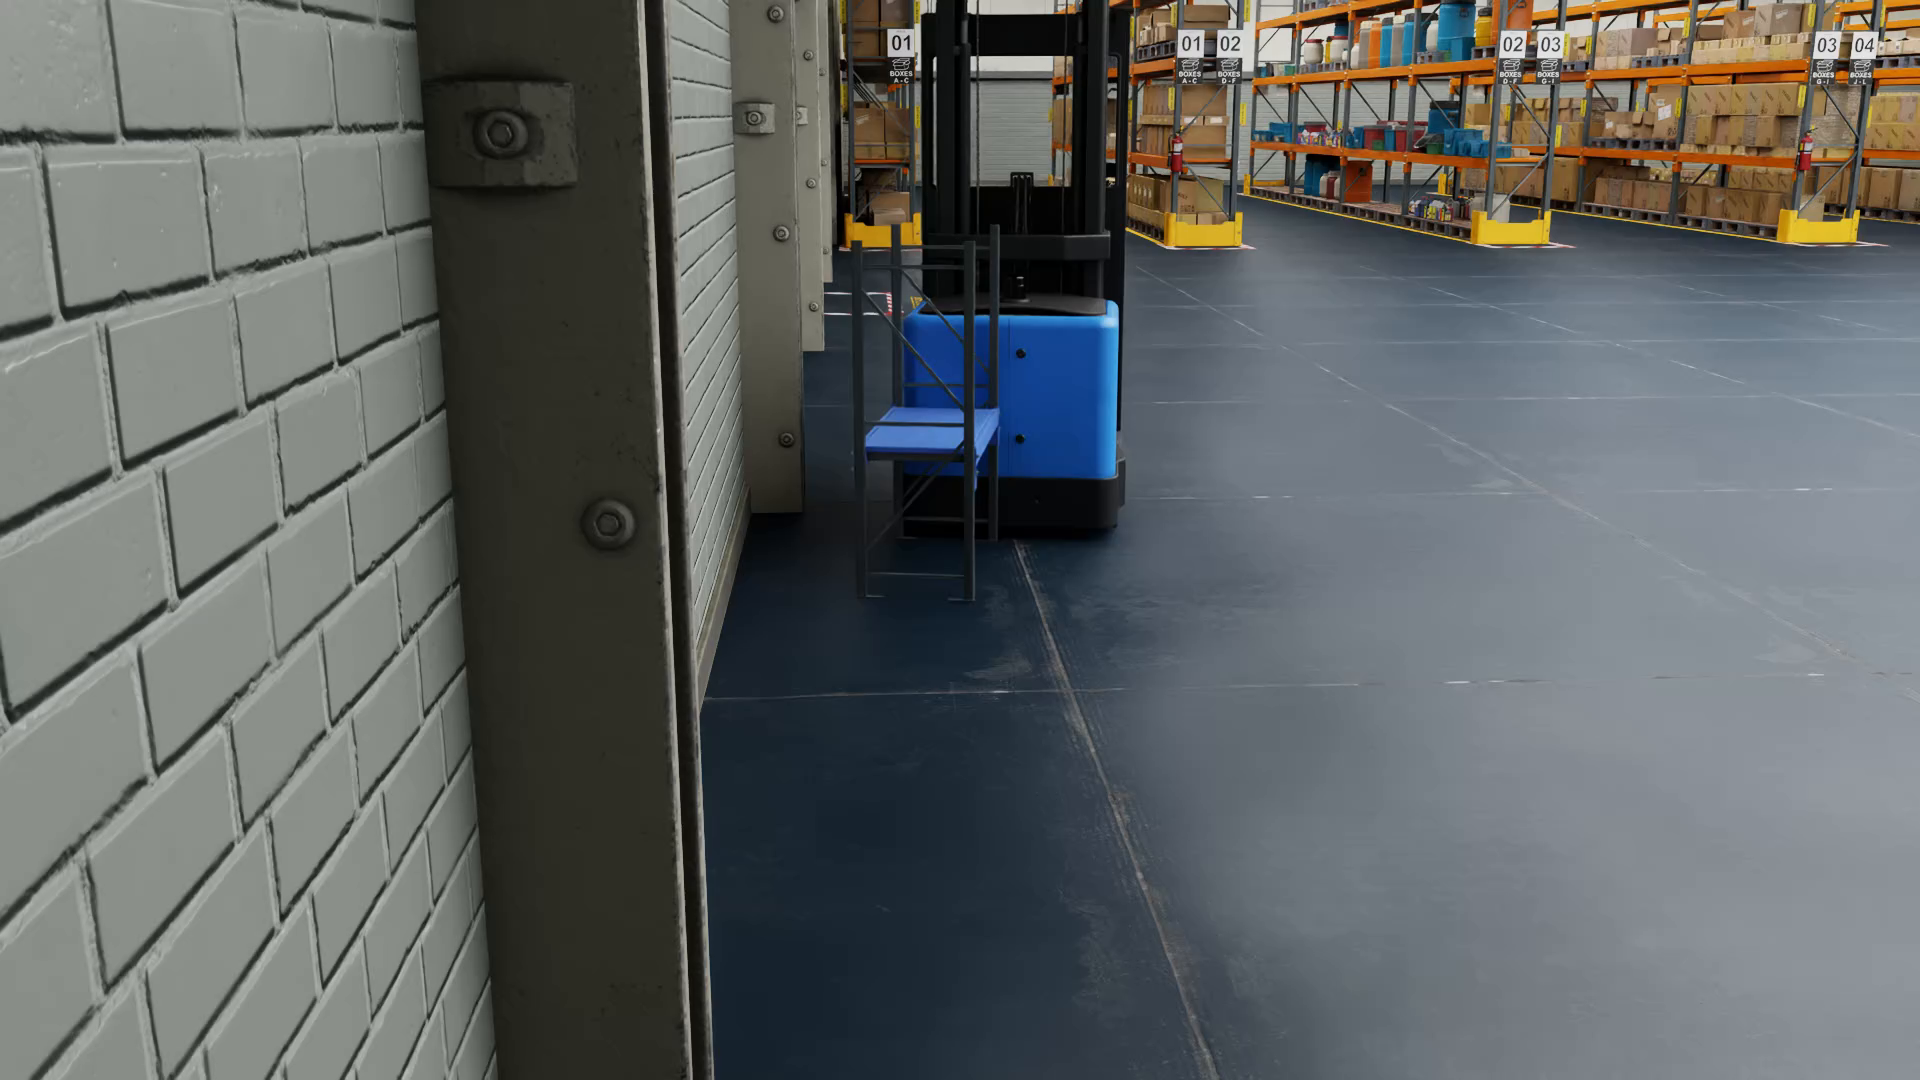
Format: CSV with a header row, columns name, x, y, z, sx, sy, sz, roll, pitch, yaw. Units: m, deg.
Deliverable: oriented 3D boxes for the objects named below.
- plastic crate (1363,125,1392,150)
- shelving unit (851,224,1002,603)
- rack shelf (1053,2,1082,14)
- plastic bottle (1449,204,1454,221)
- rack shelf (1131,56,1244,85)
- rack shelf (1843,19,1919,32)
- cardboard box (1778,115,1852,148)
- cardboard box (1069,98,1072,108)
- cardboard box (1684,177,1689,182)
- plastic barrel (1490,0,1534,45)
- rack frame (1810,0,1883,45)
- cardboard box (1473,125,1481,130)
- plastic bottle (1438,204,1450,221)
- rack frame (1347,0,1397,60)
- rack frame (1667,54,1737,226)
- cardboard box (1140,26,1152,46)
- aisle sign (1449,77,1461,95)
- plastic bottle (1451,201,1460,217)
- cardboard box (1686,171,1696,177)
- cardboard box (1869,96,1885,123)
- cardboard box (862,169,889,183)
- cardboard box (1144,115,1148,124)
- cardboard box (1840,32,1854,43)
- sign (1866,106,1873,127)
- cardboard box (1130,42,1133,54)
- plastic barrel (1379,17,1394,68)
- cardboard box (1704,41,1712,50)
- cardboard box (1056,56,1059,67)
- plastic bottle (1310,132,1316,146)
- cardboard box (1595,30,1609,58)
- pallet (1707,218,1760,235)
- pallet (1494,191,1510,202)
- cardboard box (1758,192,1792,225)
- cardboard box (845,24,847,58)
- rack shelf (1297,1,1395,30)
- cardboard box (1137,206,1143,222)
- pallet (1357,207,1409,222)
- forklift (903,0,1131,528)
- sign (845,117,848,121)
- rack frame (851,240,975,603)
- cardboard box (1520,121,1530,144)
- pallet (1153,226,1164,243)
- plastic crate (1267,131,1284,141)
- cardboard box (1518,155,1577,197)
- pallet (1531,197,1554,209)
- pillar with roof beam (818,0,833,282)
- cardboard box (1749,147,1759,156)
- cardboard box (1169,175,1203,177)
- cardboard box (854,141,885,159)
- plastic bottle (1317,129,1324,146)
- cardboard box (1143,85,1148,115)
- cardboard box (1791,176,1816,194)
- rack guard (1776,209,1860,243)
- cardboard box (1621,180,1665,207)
name,x,y,z,sx,sy,sz,roll,pitch,yaw
plastic crate,8.006,-7.726,31.908,0.402,0.464,0.583,-1,14,-3
shelving unit,-0.129,-0.599,7.345,0.538,1.500,1.048,2,15,7
rack shelf,2.896,-12.074,38.344,1.077,0.370,4.000,-1,14,-3
plastic bottle,8.274,-5.525,28.048,0.061,0.283,0.133,-1,14,-3
rack shelf,3.639,-7.639,27.119,1.077,0.370,4.000,-1,14,-3
rack shelf,22.674,-12.187,39.579,1.077,0.370,4.000,-1,14,-3
cardboard box,13.644,-6.519,26.544,0.875,0.500,0.500,-1,14,-3
cardboard box,2.730,-9.676,37.405,0.500,0.500,0.500,-1,14,-3
cardboard box,17.514,-8.592,39.683,0.380,0.149,0.250,-2,15,-6
plastic barrel,8.550,-8.095,25.746,0.600,0.830,0.708,-1,14,-3
rack frame,13.650,-9.094,25.313,1.000,3.000,0.127,-1,14,-3
cardboard box,12.523,-9.732,39.535,0.500,0.250,0.500,-1,14,-5
plastic bottle,8.167,-5.520,28.042,0.152,0.276,0.135,-1,14,-3
rack frame,8.211,-11.007,32.748,1.000,3.000,0.127,-1,14,-3
rack frame,13.403,-7.184,29.927,1.000,3.000,0.127,-1,14,-3
cardboard box,3.317,-8.449,27.879,0.500,0.311,0.500,-2,15,-7
aisle sign,12.355,-11.440,41.254,0.394,0.787,0.004,-1,14,-3
plastic bottle,8.652,-5.789,29.090,0.152,0.276,0.135,-1,14,-3
cardboard box,17.457,-8.676,39.413,0.380,0.149,0.250,-2,15,-6
cardboard box,18.196,-8.397,32.437,0.700,0.500,0.500,-1,14,-4
cardboard box,-1.558,-6.742,30.837,0.500,0.250,0.500,-1,14,-5
cardboard box,3.372,-7.198,28.479,0.380,0.149,0.250,-1,14,-5
cardboard box,13.864,-7.834,25.936,0.380,0.149,0.250,-1,14,-4
sign,14.192,-6.617,25.985,0.100,0.325,0.005,-1,14,-3
cardboard box,3.458,-9.092,30.780,0.500,0.250,0.500,-2,15,-8
plastic barrel,8.130,-9.251,30.936,0.600,0.901,0.708,-1,14,-3
cardboard box,13.200,-8.606,28.936,0.380,0.149,0.250,-2,15,-6
cardboard box,2.568,-11.382,39.522,0.500,0.250,0.500,-1,14,-3
plastic bottle,7.669,-8.685,36.013,0.152,0.276,0.135,-1,14,-3
cardboard box,12.927,-9.801,32.875,0.500,0.500,0.500,-1,14,-3
pallet,13.558,-5.363,28.445,1.003,0.211,1.213,-1,14,-3
pallet,12.938,-8.013,38.747,1.003,0.211,1.213,-1,14,-3
cardboard box,13.557,-5.485,27.500,0.500,0.500,0.500,3,15,11
cardboard box,-1.512,-7.692,25.642,0.500,0.500,0.500,-1,14,-3
rack shelf,8.087,-10.963,34.821,1.077,0.370,4.000,-1,14,-3
cardboard box,3.293,-5.535,28.193,0.500,0.250,0.500,-1,14,-3
pallet,8.293,-6.256,31.916,1.003,0.211,1.213,-1,14,-3
forklift,0.362,-1.791,9.103,1.130,2.935,3.031,1,14,5
sign,-2.478,-9.393,36.615,0.100,0.325,0.005,-1,14,-3
rack frame,-0.189,-0.473,6.856,0.500,1.500,0.032,2,15,7
cardboard box,12.718,-8.978,36.702,0.500,0.500,0.500,-1,14,-3
pallet,3.674,-4.876,26.554,1.003,0.211,1.213,-1,14,-3
plastic crate,7.503,-9.571,39.421,0.416,0.233,0.300,-1,14,-3
cardboard box,13.023,-7.967,36.391,1.225,0.875,0.875,-1,14,-5
pallet,13.109,-7.328,36.084,1.003,0.211,1.213,-1,14,-3
pillar with roof beam,2.581,-7.600,19.505,9.100,9.000,0.400,-1,14,-3
cardboard box,13.333,-6.446,27.562,0.380,0.149,0.250,-1,14,-3
cardboard box,3.816,-5.906,28.131,0.500,0.500,0.500,-1,14,-3
cardboard box,-1.403,-6.010,25.625,0.500,0.250,0.500,-1,14,-3
plastic bottle,7.702,-8.576,35.436,0.144,0.351,0.185,-1,14,-3
cardboard box,3.549,-7.598,28.733,0.700,0.500,0.500,-1,14,-3
cardboard box,17.810,-7.382,34.873,0.500,0.500,0.500,-1,14,-4
rack guard,13.646,-4.997,26.445,1.175,0.500,0.348,-1,14,-3
cardboard box,13.305,-6.736,32.320,0.700,0.500,0.500,0,14,1
